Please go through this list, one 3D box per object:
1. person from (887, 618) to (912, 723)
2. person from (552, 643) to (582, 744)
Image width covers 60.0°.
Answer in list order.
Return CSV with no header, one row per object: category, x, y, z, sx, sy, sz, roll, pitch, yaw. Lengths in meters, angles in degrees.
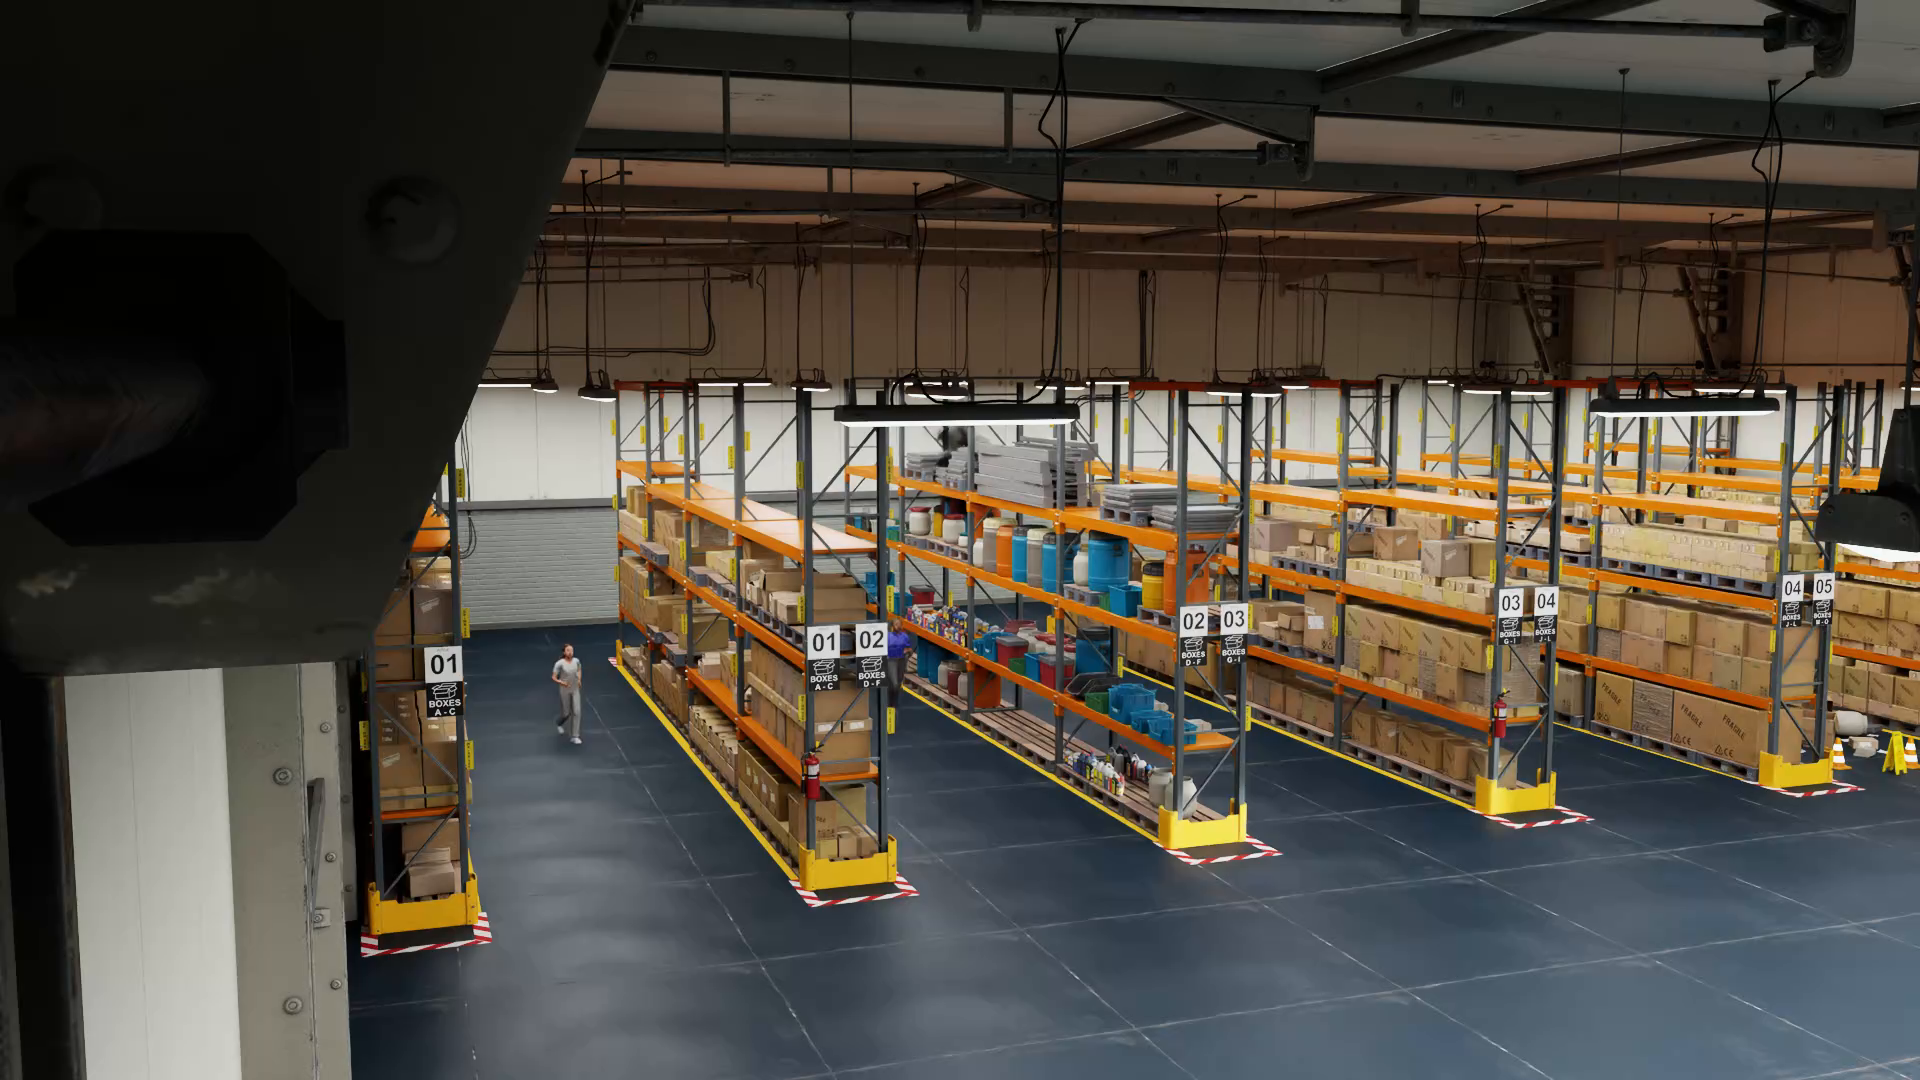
person,-1.099,2.226,28.601,0.541,1.757,0.719,-3,7,-27
person,-6.554,2.546,27.870,0.578,1.644,0.869,-4,7,-36
